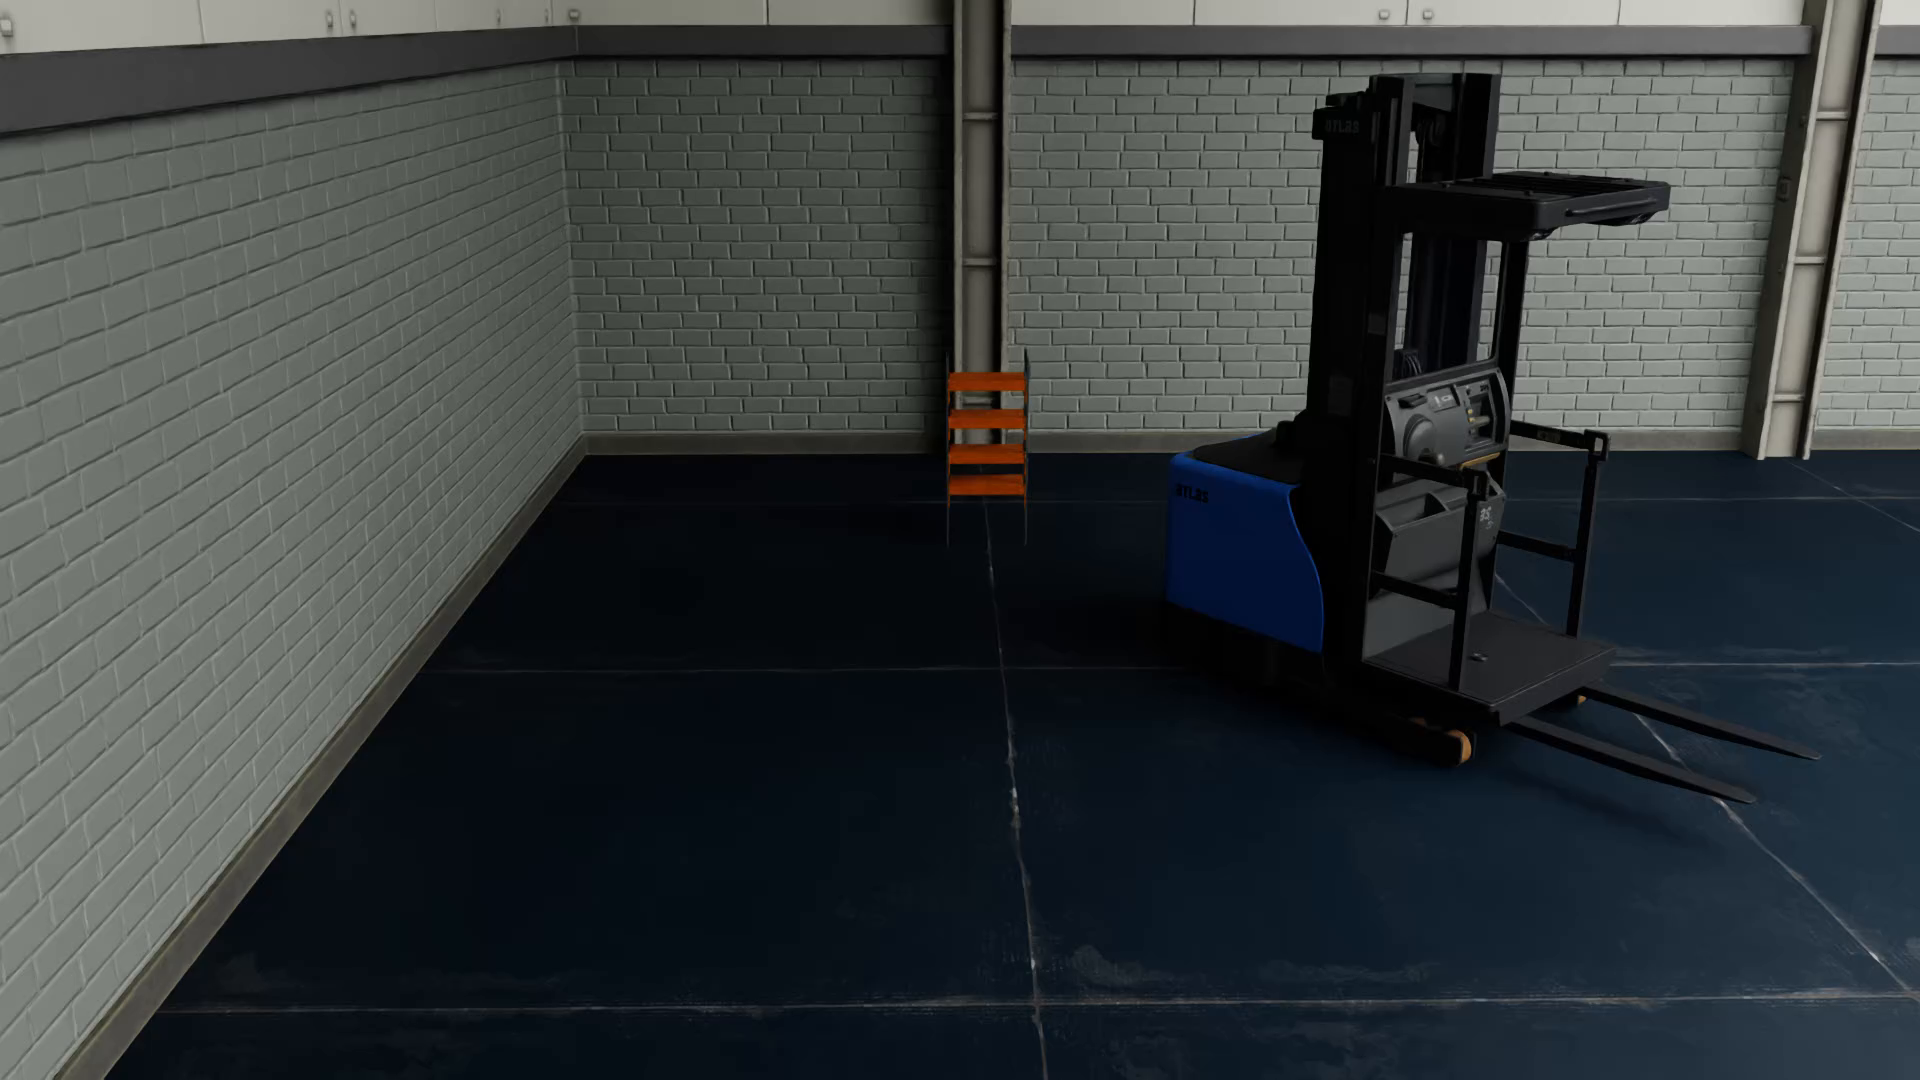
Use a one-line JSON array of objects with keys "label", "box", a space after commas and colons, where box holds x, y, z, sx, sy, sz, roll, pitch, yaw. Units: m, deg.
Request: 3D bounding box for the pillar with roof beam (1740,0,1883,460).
[{"label": "pillar with roof beam", "box": [6.217, -3.619, 7.097, 0.400, 9.000, 9.100, 0, 18, -1]}]

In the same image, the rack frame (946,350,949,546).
[{"label": "rack frame", "box": [-0.078, -0.571, 10.363, 0.015, 1.200, 0.240, 0, 18, -1]}]

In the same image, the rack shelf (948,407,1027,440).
[{"label": "rack shelf", "box": [0.166, -0.721, 10.319, 0.480, 0.148, 0.258, 0, 18, -1]}]

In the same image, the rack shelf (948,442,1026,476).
[{"label": "rack shelf", "box": [0.166, -0.508, 10.387, 0.480, 0.148, 0.258, 0, 18, -1]}]

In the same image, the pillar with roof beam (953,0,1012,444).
[{"label": "pillar with roof beam", "box": [0.218, -3.590, 7.007, 0.400, 9.000, 9.100, 0, 18, -1]}]

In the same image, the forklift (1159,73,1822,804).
[{"label": "forklift", "box": [2.382, -0.559, 7.491, 1.130, 2.935, 3.031, -15, 23, -39]}]

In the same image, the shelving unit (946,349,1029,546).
[{"label": "shelving unit", "box": [0.166, -0.572, 10.367, 0.503, 1.200, 0.258, 0, 18, -1]}]

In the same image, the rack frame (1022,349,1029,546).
[{"label": "rack frame", "box": [0.409, -0.573, 10.370, 0.015, 1.200, 0.240, 0, 18, -1]}]

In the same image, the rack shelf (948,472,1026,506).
[{"label": "rack shelf", "box": [0.166, -0.319, 10.448, 0.480, 0.148, 0.258, 0, 18, -1]}]

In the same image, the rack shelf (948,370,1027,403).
[{"label": "rack shelf", "box": [0.166, -0.946, 10.247, 0.480, 0.148, 0.258, 0, 18, -1]}]
